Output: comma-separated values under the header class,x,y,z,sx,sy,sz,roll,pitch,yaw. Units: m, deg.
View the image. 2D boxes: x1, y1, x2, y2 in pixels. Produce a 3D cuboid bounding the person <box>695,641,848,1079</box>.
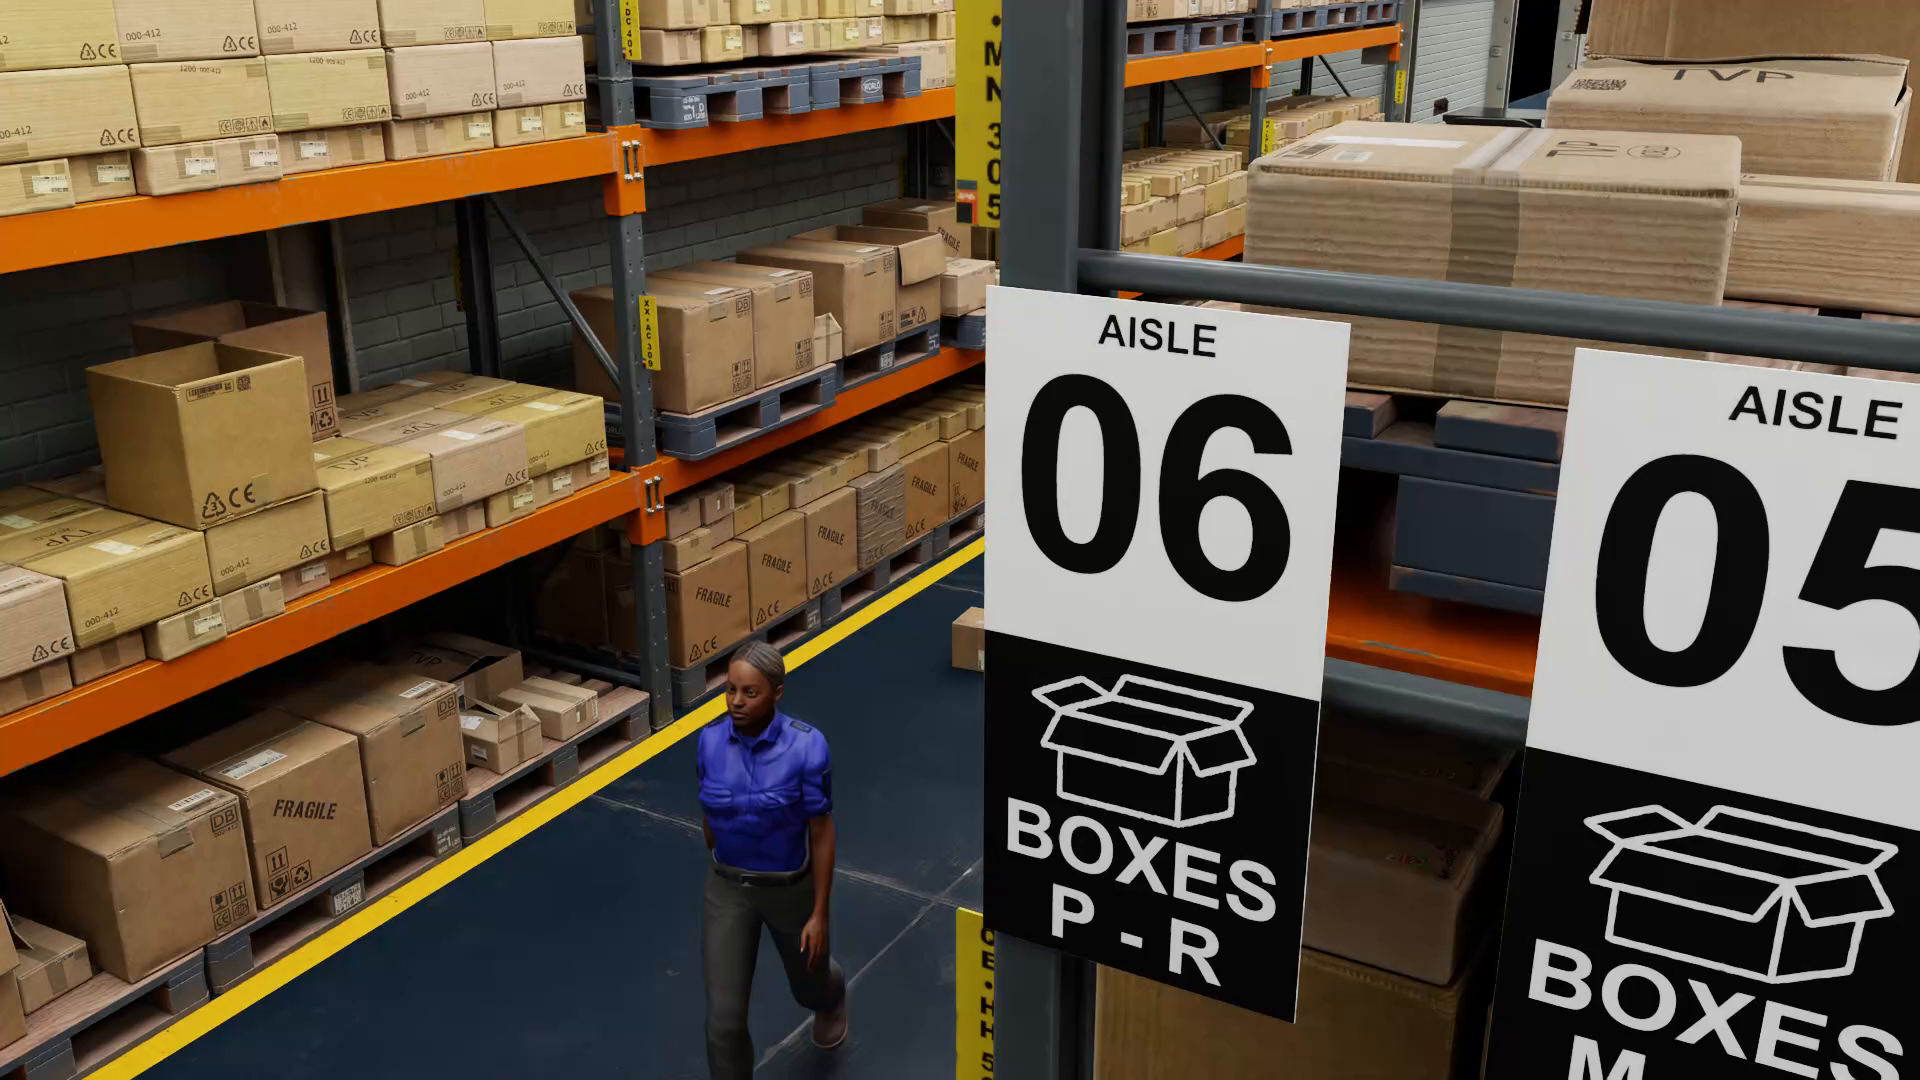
class,x,y,z,sx,sy,sz,roll,pitch,yaw
person,-0.581,1.059,5.075,0.441,1.607,0.950,3,20,7
